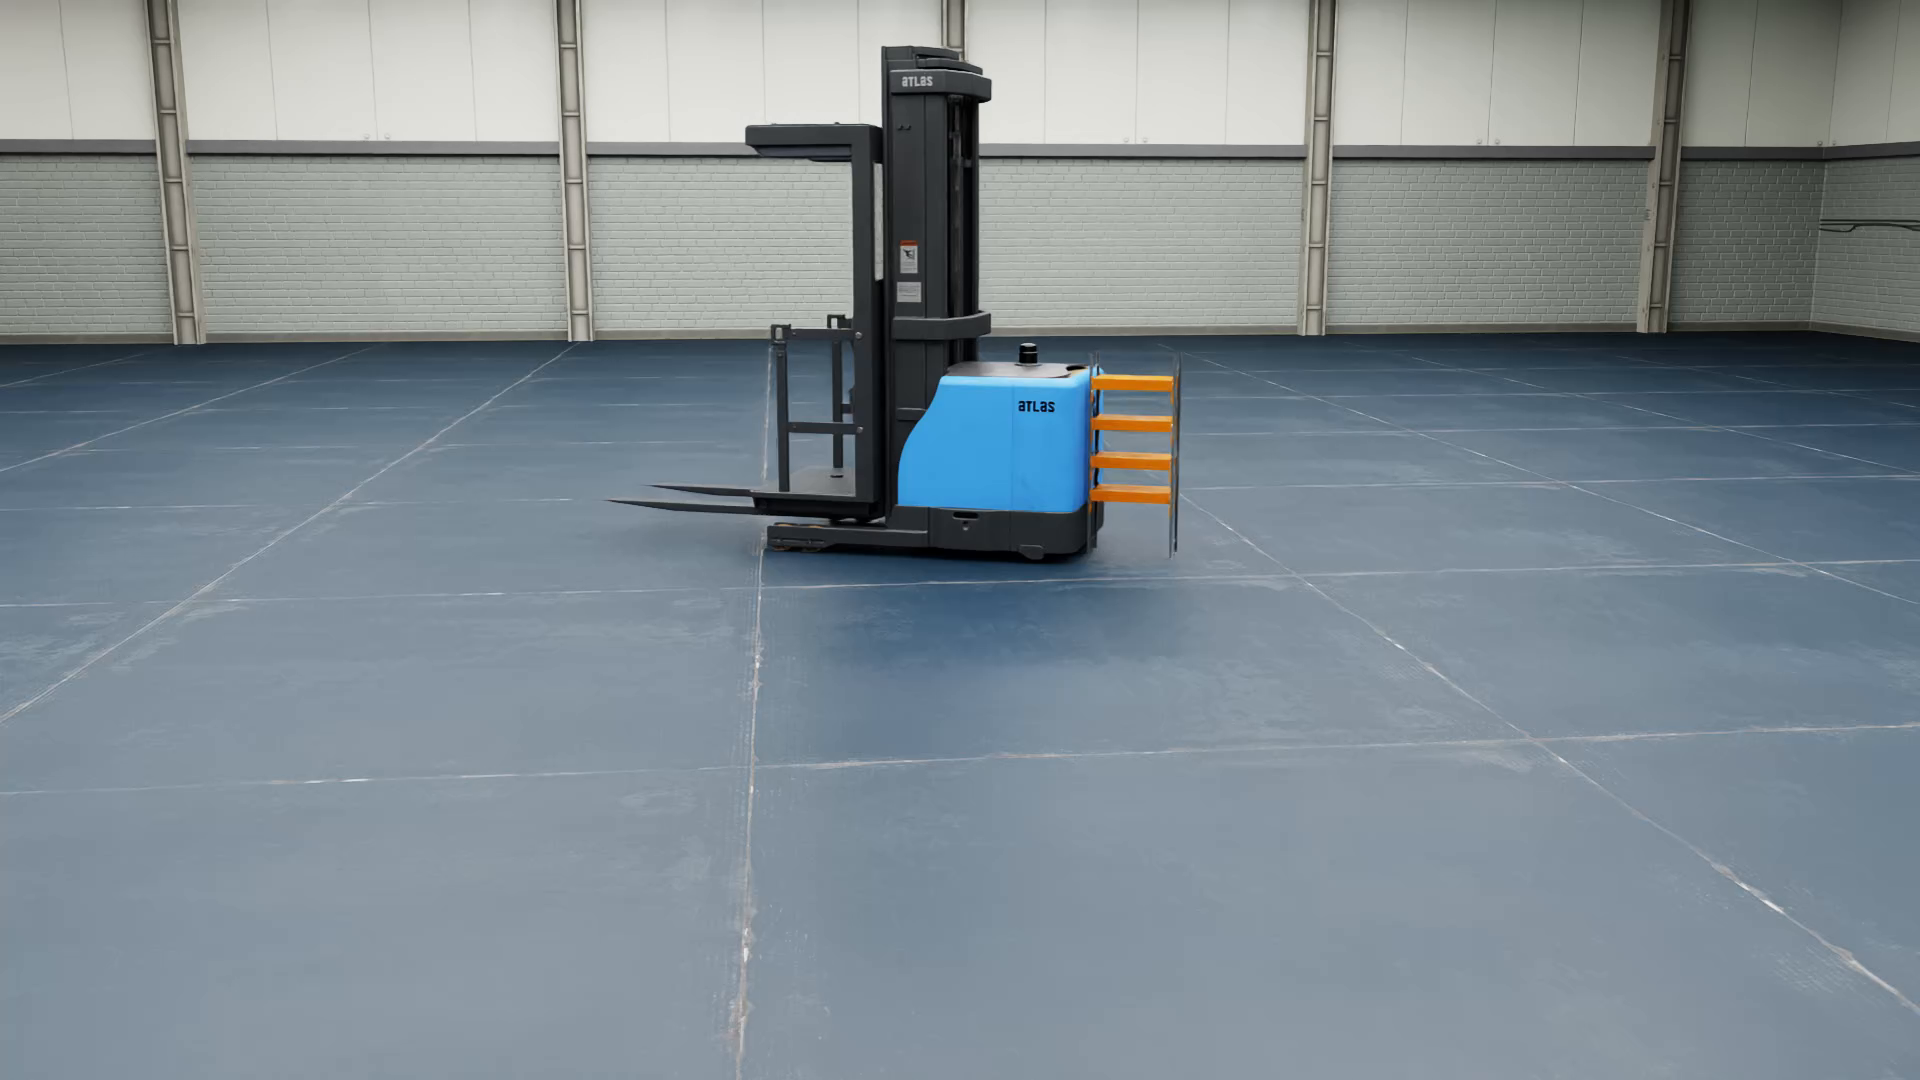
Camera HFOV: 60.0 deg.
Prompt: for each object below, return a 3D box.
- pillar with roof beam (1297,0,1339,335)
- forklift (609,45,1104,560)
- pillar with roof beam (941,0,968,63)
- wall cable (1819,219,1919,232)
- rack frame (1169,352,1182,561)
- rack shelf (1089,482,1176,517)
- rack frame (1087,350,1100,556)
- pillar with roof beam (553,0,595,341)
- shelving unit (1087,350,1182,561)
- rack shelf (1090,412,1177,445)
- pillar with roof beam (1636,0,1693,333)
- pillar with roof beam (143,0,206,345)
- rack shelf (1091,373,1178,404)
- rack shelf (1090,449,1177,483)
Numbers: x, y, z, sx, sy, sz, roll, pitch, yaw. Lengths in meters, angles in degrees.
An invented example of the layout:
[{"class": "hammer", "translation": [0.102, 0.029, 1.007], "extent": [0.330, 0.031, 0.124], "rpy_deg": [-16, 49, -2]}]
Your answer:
[{"class": "pillar with roof beam", "translation": [6.345, -7.031, 22.803], "extent": [0.400, 9.000, 9.100], "rpy_deg": [-1, 11, -6]}, {"class": "forklift", "translation": [-0.670, -1.456, 10.176], "extent": [3.031, 2.935, 1.130], "rpy_deg": [3, 12, 15]}, {"class": "pillar with roof beam", "translation": [0.380, -6.906, 22.167], "extent": [0.400, 9.000, 9.100], "rpy_deg": [-1, 11, -6]}, {"class": "wall cable", "translation": [14.916, -6.265, 26.960], "extent": [0.112, 2.526, 3.097], "rpy_deg": [-1, 11, -6]}, {"class": "rack frame", "translation": [1.264, -0.490, 9.751], "extent": [0.015, 1.200, 0.240], "rpy_deg": [3, 12, 15]}, {"class": "rack shelf", "translation": [1.028, -0.242, 9.865], "extent": [0.480, 0.148, 0.258], "rpy_deg": [3, 12, 15]}, {"class": "rack frame", "translation": [0.792, -0.515, 9.875], "extent": [0.015, 1.200, 0.240], "rpy_deg": [3, 12, 15]}, {"class": "pillar with roof beam", "translation": [-5.585, -6.781, 21.531], "extent": [0.400, 9.000, 9.100], "rpy_deg": [-1, 11, -6]}, {"class": "shelving unit", "translation": [1.028, -0.502, 9.813], "extent": [0.503, 1.200, 0.258], "rpy_deg": [3, 12, 15]}, {"class": "rack shelf", "translation": [1.028, -0.656, 9.783], "extent": [0.480, 0.148, 0.258], "rpy_deg": [3, 12, 15]}, {"class": "pillar with roof beam", "translation": [12.310, -7.156, 23.439], "extent": [0.400, 9.000, 9.100], "rpy_deg": [-1, 11, -6]}, {"class": "pillar with roof beam", "translation": [-11.550, -6.656, 20.895], "extent": [0.400, 9.000, 9.100], "rpy_deg": [-1, 11, -6]}, {"class": "rack shelf", "translation": [1.028, -0.888, 9.737], "extent": [0.480, 0.148, 0.258], "rpy_deg": [3, 12, 15]}, {"class": "rack shelf", "translation": [1.028, -0.436, 9.826], "extent": [0.480, 0.148, 0.258], "rpy_deg": [3, 12, 15]}]
